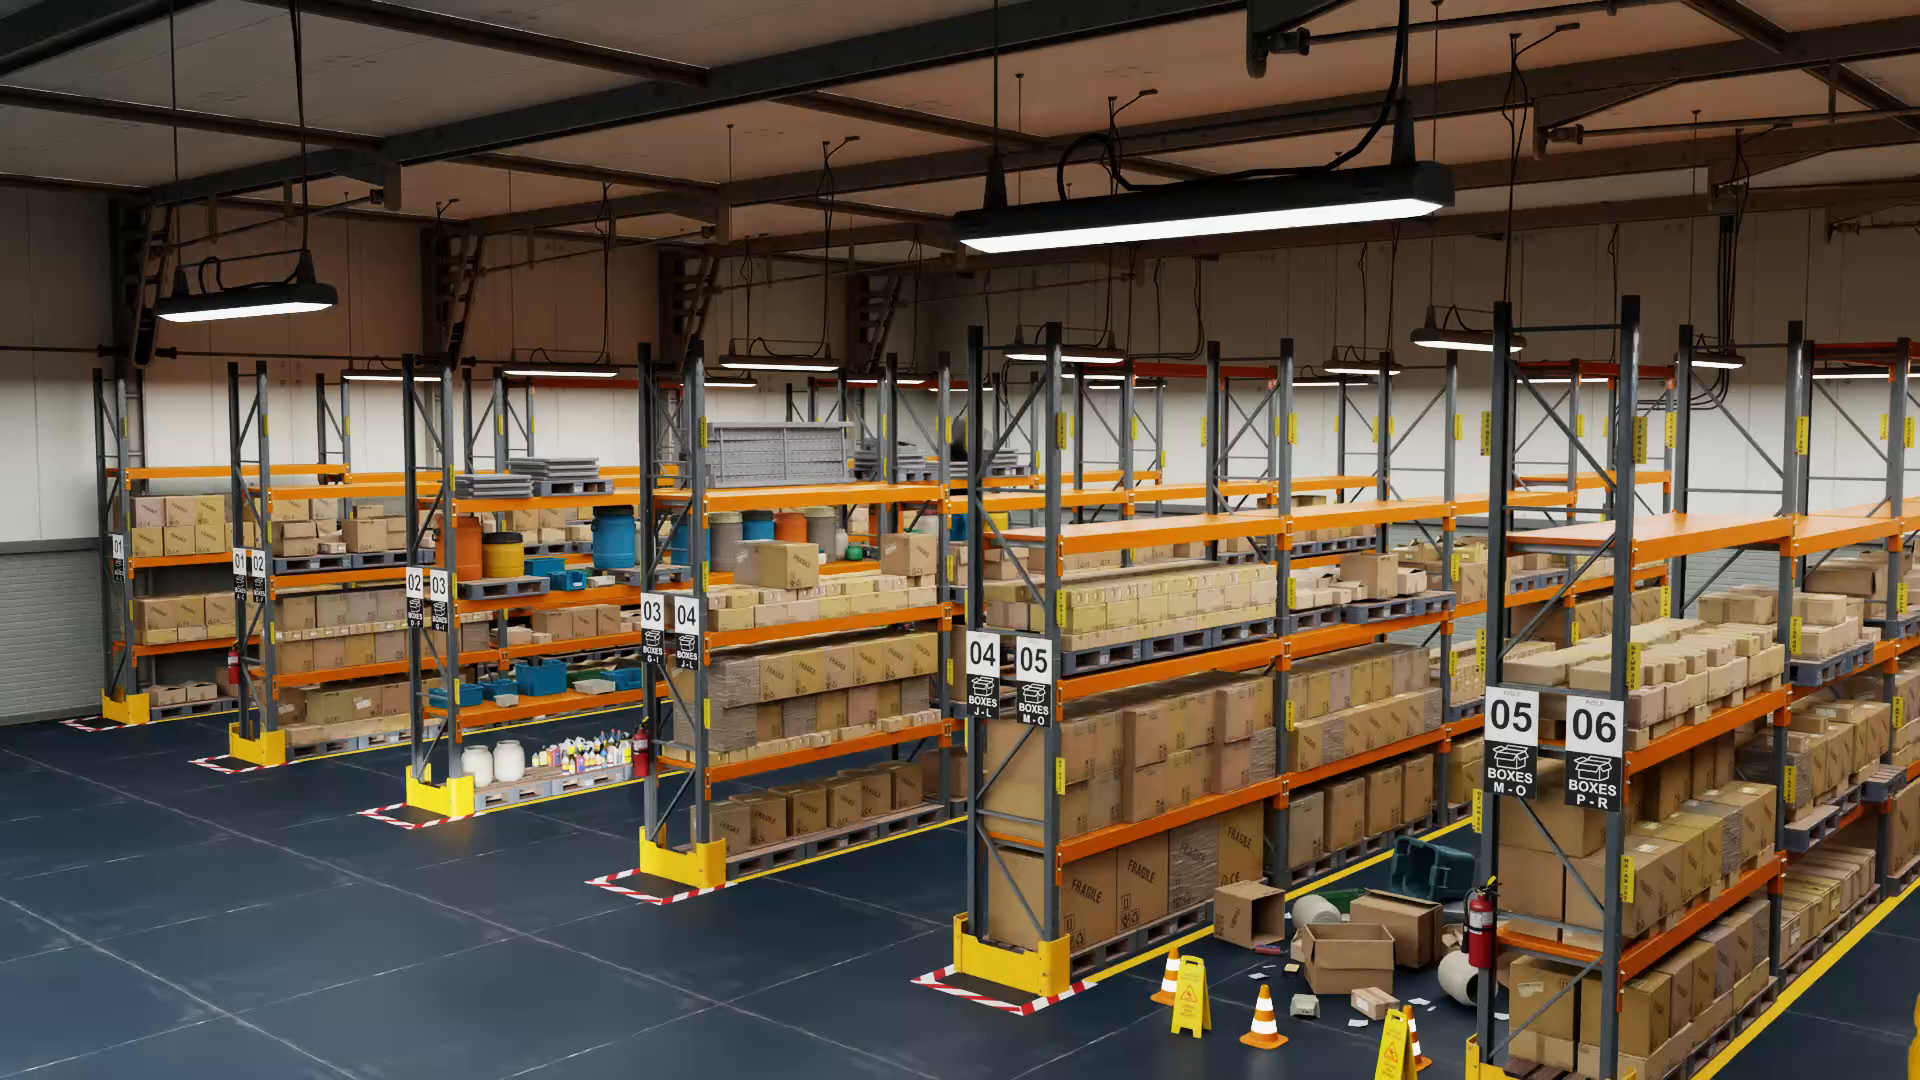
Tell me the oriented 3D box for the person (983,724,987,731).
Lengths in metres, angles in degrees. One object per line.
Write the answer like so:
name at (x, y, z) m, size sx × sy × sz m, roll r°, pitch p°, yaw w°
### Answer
person at (0.410, 2.307, 27.331) m, size 0.642 × 1.715 × 0.663 m, roll 2°, pitch 5°, yaw 26°
